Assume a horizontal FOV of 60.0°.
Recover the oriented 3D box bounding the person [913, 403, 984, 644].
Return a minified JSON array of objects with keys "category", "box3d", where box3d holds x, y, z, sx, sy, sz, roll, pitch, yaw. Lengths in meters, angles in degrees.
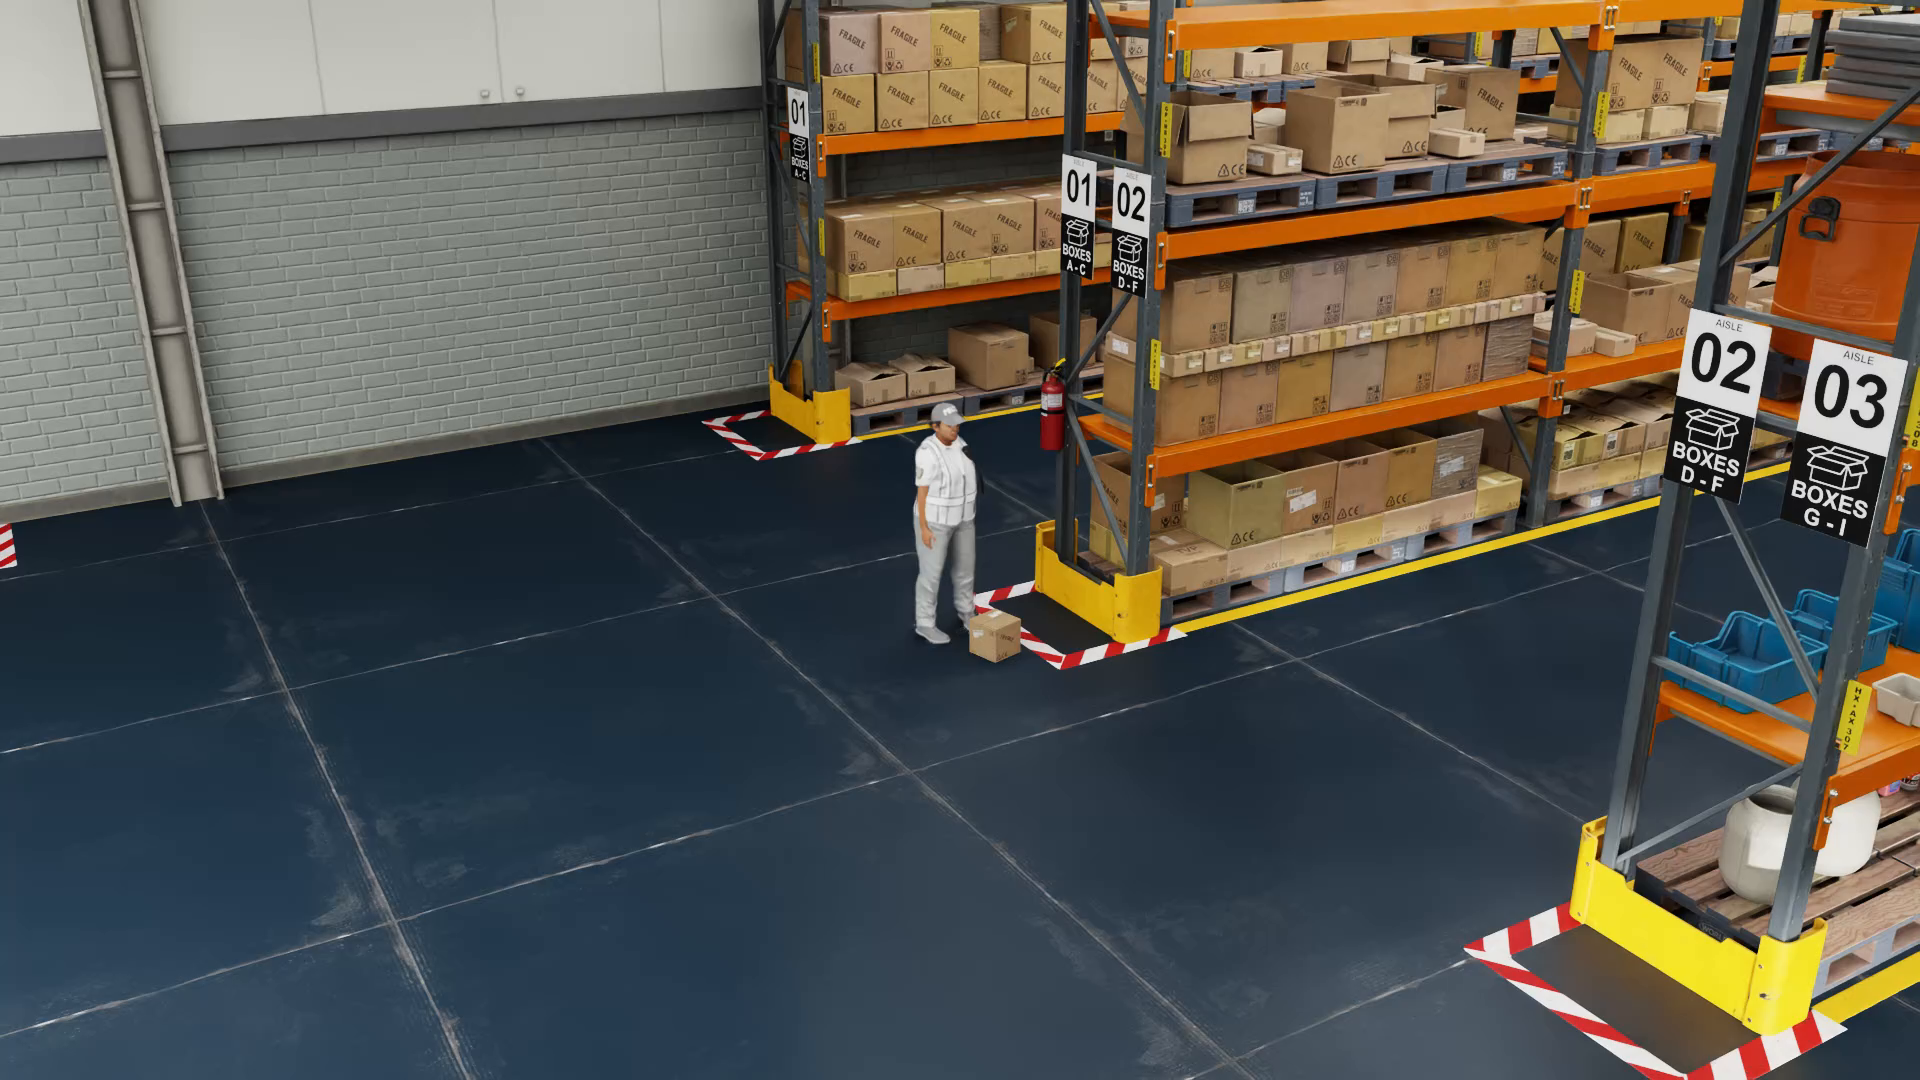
[{"category":"person","box3d":[-0.081,-0.144,11.428,0.535,1.663,0.380,-20,29,-40]}]
